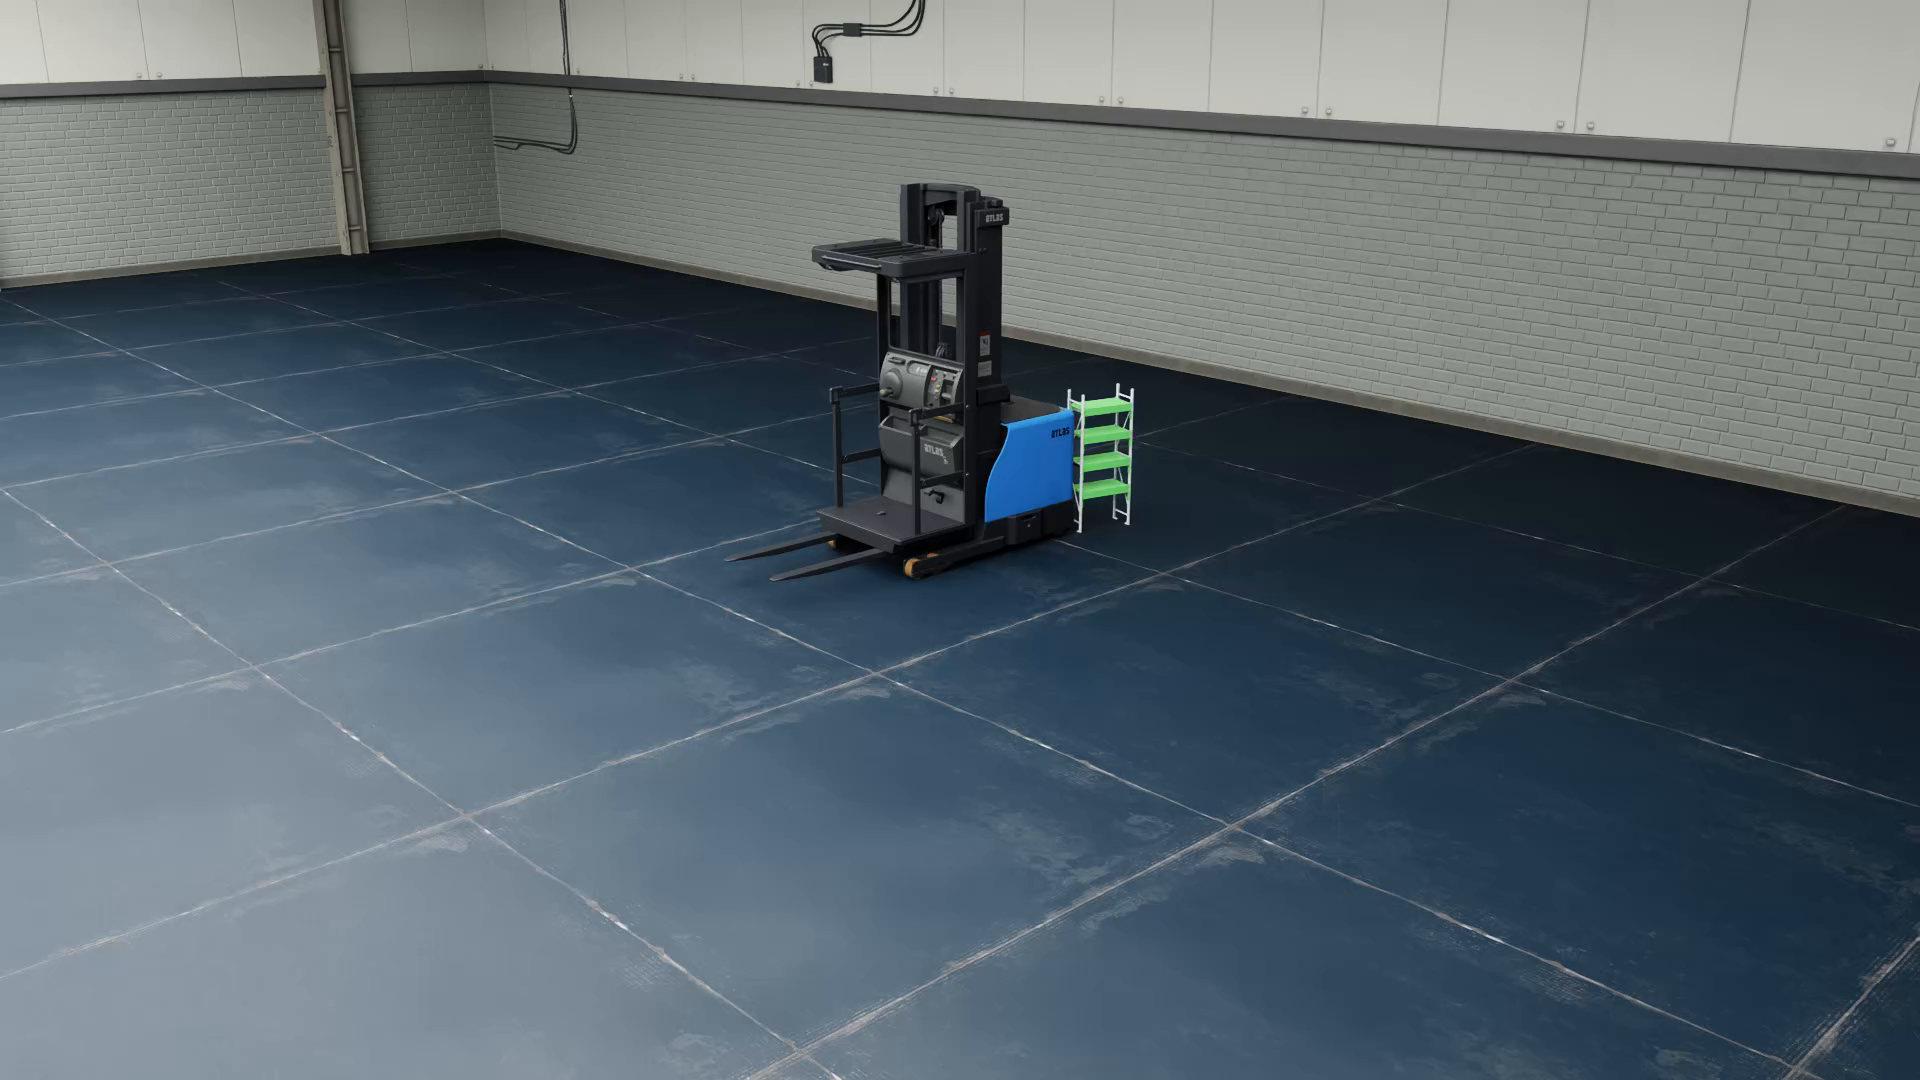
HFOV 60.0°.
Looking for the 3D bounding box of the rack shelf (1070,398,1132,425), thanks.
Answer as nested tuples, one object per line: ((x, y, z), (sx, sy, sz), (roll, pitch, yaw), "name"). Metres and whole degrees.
((1.187, -1.094, 14.065), (0.480, 0.148, 0.258), (-9, 20, -27), "rack shelf")

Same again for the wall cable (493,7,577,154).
((-7.809, -8.280, 29.968), (0.112, 2.526, 3.097), (-16, 24, -41), "wall cable")

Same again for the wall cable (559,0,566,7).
((-5.951, -10.076, 27.319), (0.112, 2.526, 3.097), (-16, 24, -41), "wall cable")

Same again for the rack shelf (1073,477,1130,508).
((1.187, -0.409, 14.288), (0.480, 0.148, 0.258), (-9, 20, -27), "rack shelf")

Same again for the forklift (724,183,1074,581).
((-0.469, -1.266, 13.139), (3.031, 2.935, 1.130), (-15, 23, -39), "forklift")

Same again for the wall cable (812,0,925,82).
((-1.299, -9.244, 22.392), (0.169, 6.003, 2.305), (-16, 24, -41), "wall cable")

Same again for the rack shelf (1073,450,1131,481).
((1.187, -0.638, 14.214), (0.480, 0.148, 0.258), (-9, 20, -27), "rack shelf")

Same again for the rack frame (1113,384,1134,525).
((1.403, -0.734, 14.303), (0.015, 1.200, 0.240), (-9, 20, -27), "rack frame")

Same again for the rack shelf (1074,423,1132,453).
((1.187, -0.866, 14.140), (0.480, 0.148, 0.258), (-9, 20, -27), "rack shelf")

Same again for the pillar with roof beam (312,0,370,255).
((-7.901, -8.465, 25.502), (0.400, 9.000, 9.100), (-16, 24, -41), "pillar with roof beam")

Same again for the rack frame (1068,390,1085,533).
((0.972, -0.663, 14.085), (0.015, 1.200, 0.240), (-9, 20, -27), "rack frame")

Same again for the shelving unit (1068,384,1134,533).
((1.187, -0.699, 14.194), (0.503, 1.200, 0.258), (-9, 20, -27), "shelving unit")
